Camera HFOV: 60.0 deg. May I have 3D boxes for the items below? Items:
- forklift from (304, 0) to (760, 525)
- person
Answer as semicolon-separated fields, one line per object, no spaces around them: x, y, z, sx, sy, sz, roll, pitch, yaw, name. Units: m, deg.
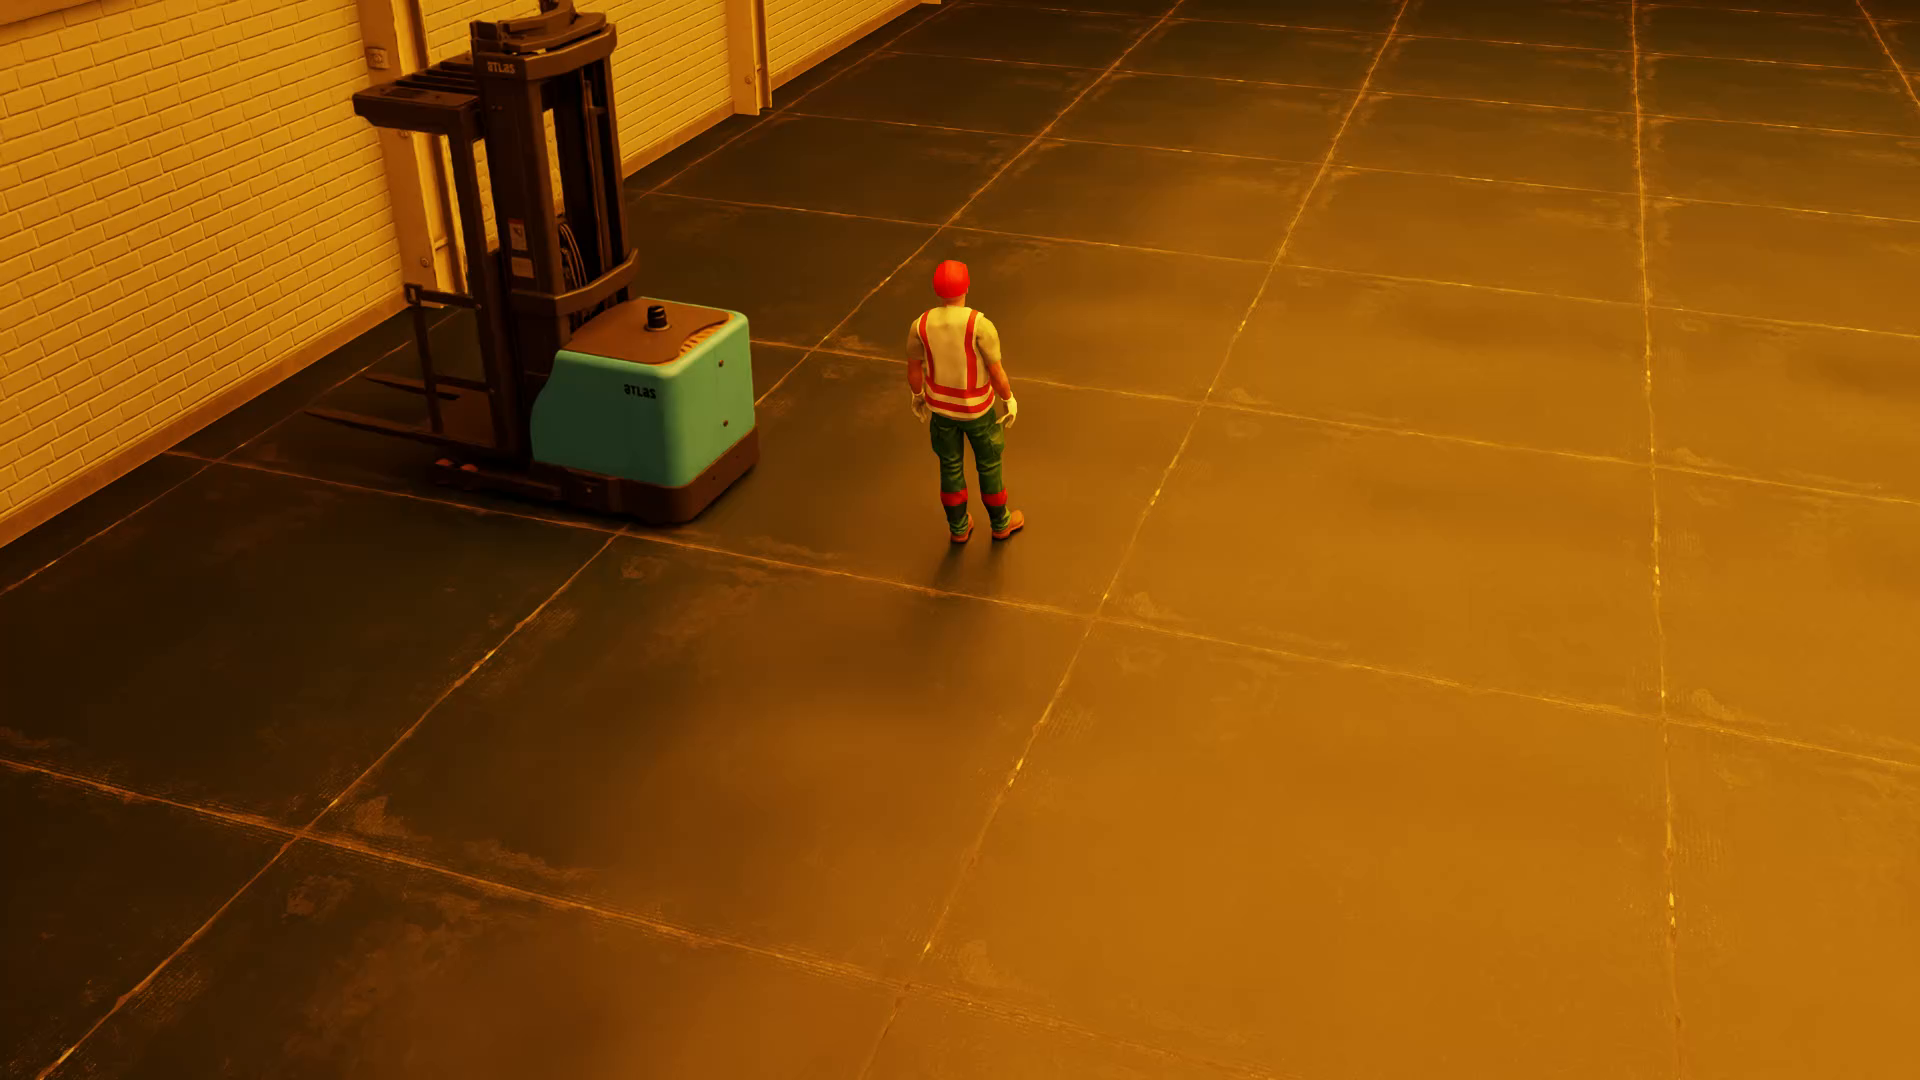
-2.882;-1.820;10.328;3.031;2.935;1.130;11;32;19;forklift
0.037;-0.819;9.712;0.638;1.787;0.564;10;31;16;person
